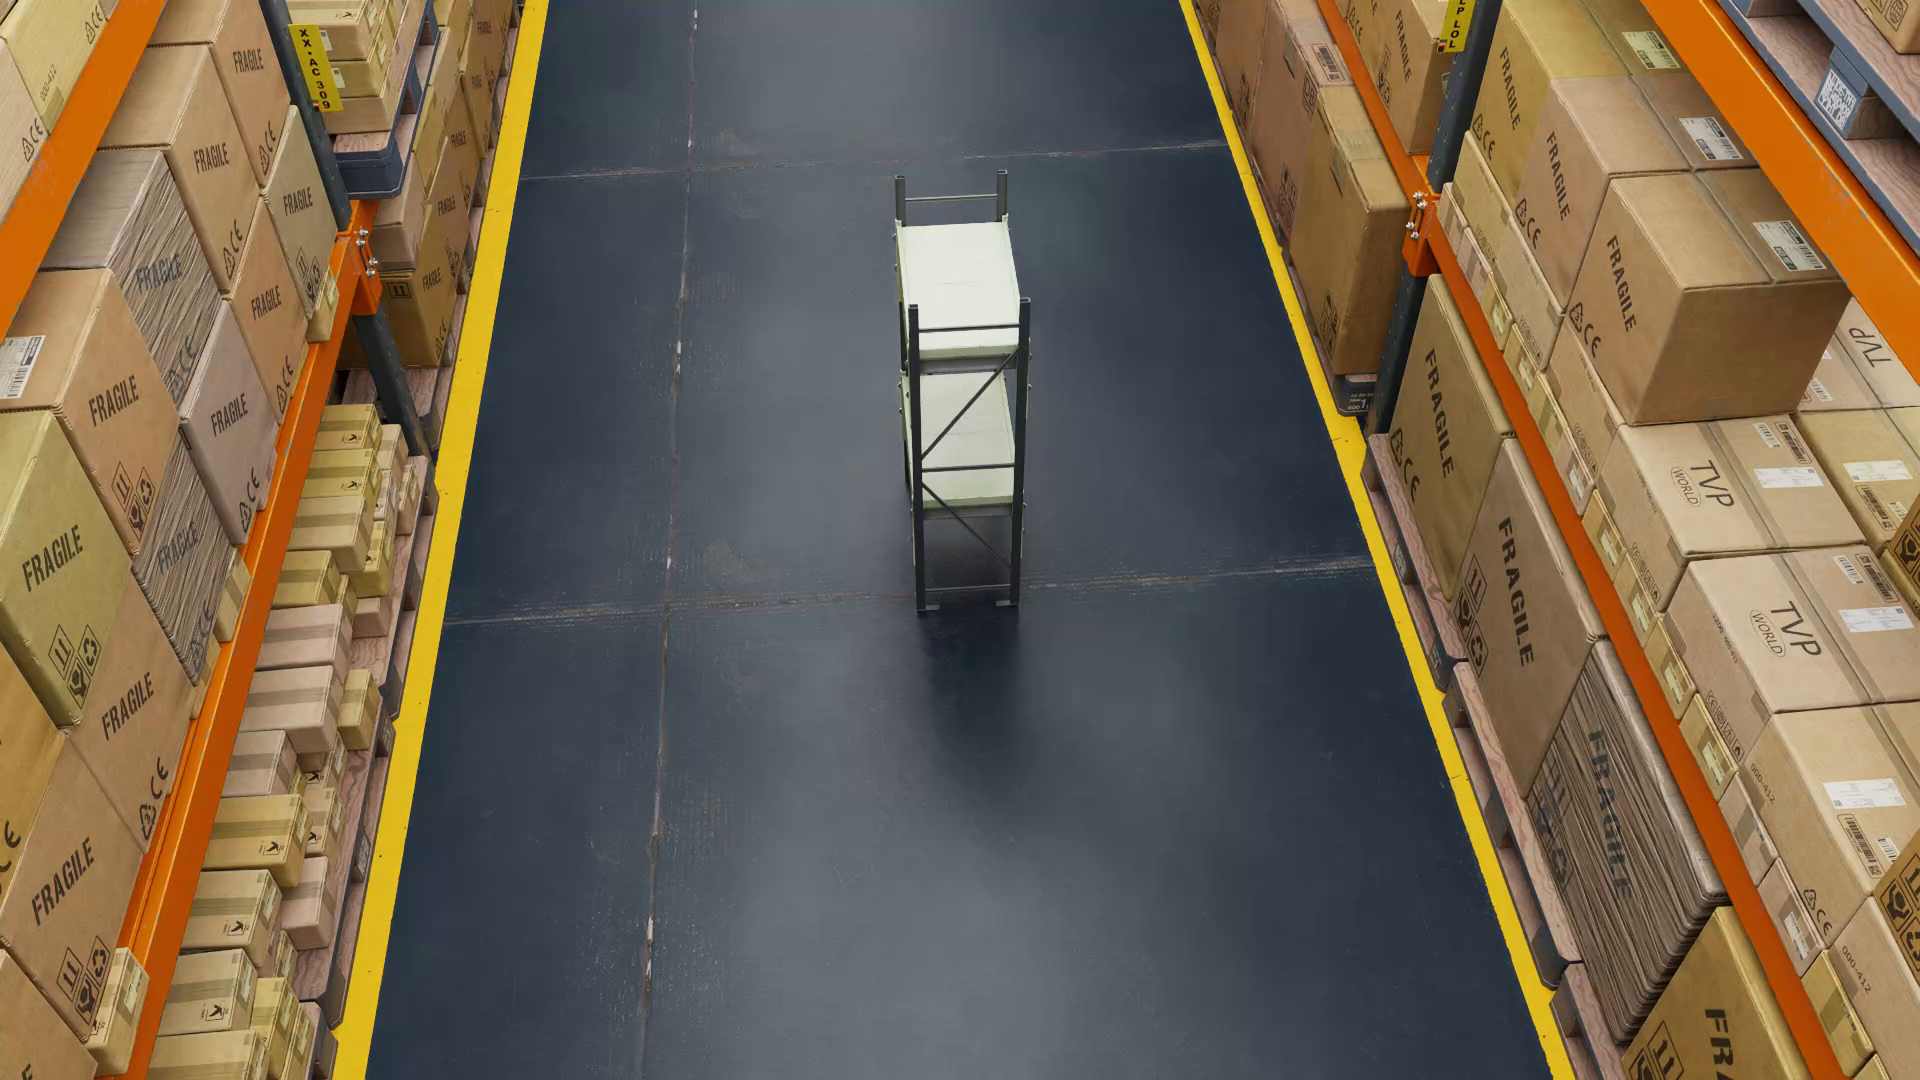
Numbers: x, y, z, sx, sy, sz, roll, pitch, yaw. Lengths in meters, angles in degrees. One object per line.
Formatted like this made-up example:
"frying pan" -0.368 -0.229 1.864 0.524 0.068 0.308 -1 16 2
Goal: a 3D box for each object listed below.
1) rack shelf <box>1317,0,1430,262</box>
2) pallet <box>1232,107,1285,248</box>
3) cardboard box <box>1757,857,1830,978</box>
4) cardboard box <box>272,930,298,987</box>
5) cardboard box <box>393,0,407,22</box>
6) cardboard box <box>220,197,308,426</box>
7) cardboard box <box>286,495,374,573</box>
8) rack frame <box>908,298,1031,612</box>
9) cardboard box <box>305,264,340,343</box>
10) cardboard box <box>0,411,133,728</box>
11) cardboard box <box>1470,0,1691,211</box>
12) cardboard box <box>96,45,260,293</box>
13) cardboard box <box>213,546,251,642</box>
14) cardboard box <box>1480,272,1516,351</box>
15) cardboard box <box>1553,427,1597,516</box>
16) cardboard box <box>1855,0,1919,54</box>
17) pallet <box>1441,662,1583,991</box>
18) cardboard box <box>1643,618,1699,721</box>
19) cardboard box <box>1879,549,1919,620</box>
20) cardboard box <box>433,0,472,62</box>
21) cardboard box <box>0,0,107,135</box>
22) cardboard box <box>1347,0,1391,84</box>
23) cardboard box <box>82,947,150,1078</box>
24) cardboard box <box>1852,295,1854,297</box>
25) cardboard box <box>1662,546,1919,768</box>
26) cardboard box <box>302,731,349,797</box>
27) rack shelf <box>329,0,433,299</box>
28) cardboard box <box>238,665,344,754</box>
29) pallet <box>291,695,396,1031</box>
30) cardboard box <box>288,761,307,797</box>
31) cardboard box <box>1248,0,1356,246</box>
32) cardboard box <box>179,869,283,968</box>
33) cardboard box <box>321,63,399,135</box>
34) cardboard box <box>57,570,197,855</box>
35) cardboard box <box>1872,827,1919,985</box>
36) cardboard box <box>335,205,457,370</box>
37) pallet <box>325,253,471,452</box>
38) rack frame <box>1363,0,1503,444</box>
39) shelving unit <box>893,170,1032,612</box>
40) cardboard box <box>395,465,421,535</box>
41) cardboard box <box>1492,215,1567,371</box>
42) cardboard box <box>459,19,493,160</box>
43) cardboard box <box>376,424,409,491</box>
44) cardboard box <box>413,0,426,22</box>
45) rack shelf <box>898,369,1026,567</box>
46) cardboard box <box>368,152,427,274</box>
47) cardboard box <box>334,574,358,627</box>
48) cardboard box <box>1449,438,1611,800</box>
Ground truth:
"rack shelf" 2.077 -2.676 7.714 1.077 0.370 4.000 -3 47 -3
"pallet" 1.999 -1.956 8.457 1.003 0.211 1.213 -3 47 -3
"cardboard box" 2.177 0.896 4.009 0.380 0.149 0.250 -3 47 -3
"cardboard box" -2.257 1.349 5.080 0.380 0.149 0.250 -3 47 -3
"cardboard box" -2.327 -2.095 6.348 0.380 0.149 0.250 -2 47 -2
"cardboard box" -2.343 -0.676 5.051 0.500 0.500 0.500 -5 47 -4
"cardboard box" -2.329 -0.013 5.961 0.380 0.149 0.250 -4 47 -4
"rack frame" 0.030 -0.256 5.959 0.400 1.500 0.023 -3 47 -3
"cardboard box" -2.320 -0.790 5.605 0.380 0.149 0.250 -5 47 -4
"cardboard box" -2.215 0.082 3.644 0.500 0.500 0.500 -4 47 -4
"cardboard box" 2.029 -1.423 5.414 0.500 0.500 0.500 -3 47 -3
"cardboard box" -2.350 -1.031 4.698 0.500 0.500 0.500 -5 47 -5
"cardboard box" -2.247 0.157 4.708 0.380 0.149 0.250 -3 47 -3
"cardboard box" 1.982 -0.775 5.591 0.380 0.149 0.250 -2 47 -2
"cardboard box" 2.046 -0.218 5.064 0.380 0.149 0.250 -3 47 -3
"cardboard box" 2.312 -1.382 3.500 0.700 0.500 0.500 -2 47 -2
"pallet" 2.335 0.922 5.731 1.003 0.211 1.213 -3 47 -3
"cardboard box" 2.112 0.340 4.535 0.380 0.149 0.250 -3 47 -3
"cardboard box" 2.719 0.264 4.333 0.500 0.250 0.500 -5 47 -5
"cardboard box" -2.643 -2.473 7.942 0.500 0.250 0.500 -2 47 -2
"cardboard box" -2.324 -1.160 3.820 0.500 0.250 0.500 -4 47 -4
"cardboard box" 1.898 -2.191 6.690 0.500 0.500 0.500 -2 47 -2
"cardboard box" -2.104 1.099 3.817 0.380 0.149 0.250 -5 47 -4
"cardboard box" 2.588 -0.849 5.387 0.500 0.250 0.500 -2 47 -2
"cardboard box" 2.189 0.297 4.301 0.500 0.250 0.500 -5 47 -5
"cardboard box" -2.293 0.792 5.608 0.380 0.149 0.250 -3 47 -3
"rack shelf" -2.874 -2.448 7.498 1.077 0.370 4.000 -3 47 -3
"cardboard box" -2.235 0.564 5.414 0.380 0.149 0.250 -5 47 -5
"pallet" -2.510 1.079 5.582 1.003 0.211 1.213 -3 47 -3
"cardboard box" -2.343 0.843 5.355 0.380 0.149 0.250 -1 47 -1
"cardboard box" 2.095 -1.999 7.751 1.225 0.875 0.875 -5 47 -5
"cardboard box" -2.231 1.120 4.888 0.380 0.149 0.250 -2 47 -2
"cardboard box" -2.282 -1.619 6.101 0.380 0.149 0.250 -6 47 -5
"cardboard box" -2.233 0.427 4.006 0.500 0.500 0.500 -3 47 -3
"cardboard box" 2.276 0.772 3.334 0.500 0.500 0.500 -3 47 -3
"cardboard box" -2.505 -1.084 7.143 0.500 0.500 0.500 -2 47 -2
"pallet" -2.774 -0.852 7.412 1.003 0.211 1.213 -3 47 -3
"rack frame" 2.244 -1.476 6.082 1.000 3.000 0.127 -3 47 -3
"shelving unit" -0.001 -0.521 6.210 0.431 1.500 0.755 -3 47 -3
"cardboard box" -2.335 -0.149 6.500 0.380 0.149 0.250 -3 47 -3
"cardboard box" 2.059 -0.811 5.351 0.500 0.250 0.500 -4 47 -3
"cardboard box" -2.626 -2.209 8.209 0.500 0.500 0.500 -5 47 -5
"cardboard box" -2.364 -0.306 6.443 0.380 0.149 0.250 -3 47 -2
"cardboard box" -2.348 -2.182 6.634 0.380 0.149 0.250 -3 47 -3
"rack shelf" -0.001 -0.296 6.447 0.431 0.370 0.720 -3 47 -3
"cardboard box" -2.506 -1.342 6.870 0.500 0.250 0.500 -5 47 -5
"cardboard box" -2.366 0.269 5.898 0.380 0.149 0.250 -3 47 -3
"cardboard box" 2.295 0.243 5.628 0.875 0.875 0.875 -3 47 -3
